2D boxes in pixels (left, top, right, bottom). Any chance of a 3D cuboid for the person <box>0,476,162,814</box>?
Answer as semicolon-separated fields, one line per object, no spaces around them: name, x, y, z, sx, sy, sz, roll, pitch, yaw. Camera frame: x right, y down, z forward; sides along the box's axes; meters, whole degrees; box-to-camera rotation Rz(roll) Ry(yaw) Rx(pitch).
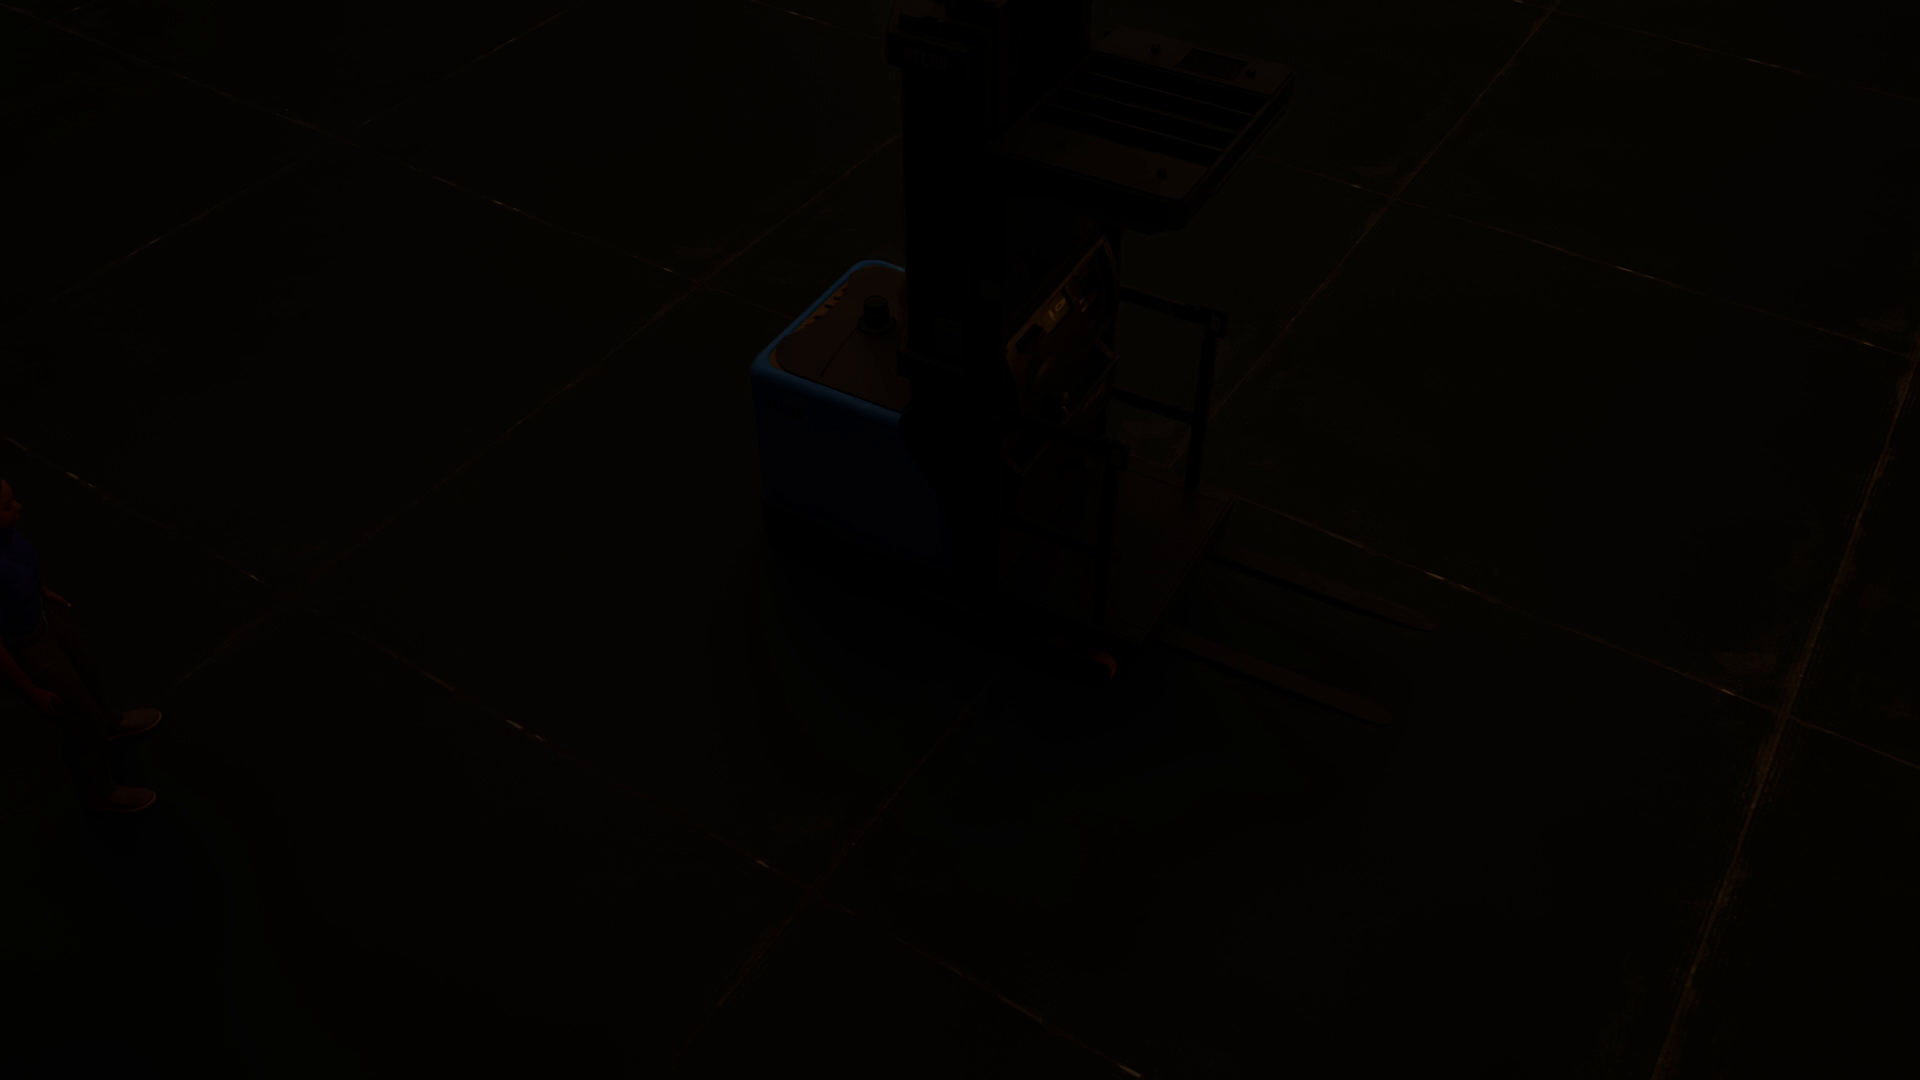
person;-3.522;0.382;6.382;0.373;1.649;0.626;-14;45;-14

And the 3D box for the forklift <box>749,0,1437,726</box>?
forklift;0.603;-0.845;6.740;3.031;2.935;1.130;21;47;21
